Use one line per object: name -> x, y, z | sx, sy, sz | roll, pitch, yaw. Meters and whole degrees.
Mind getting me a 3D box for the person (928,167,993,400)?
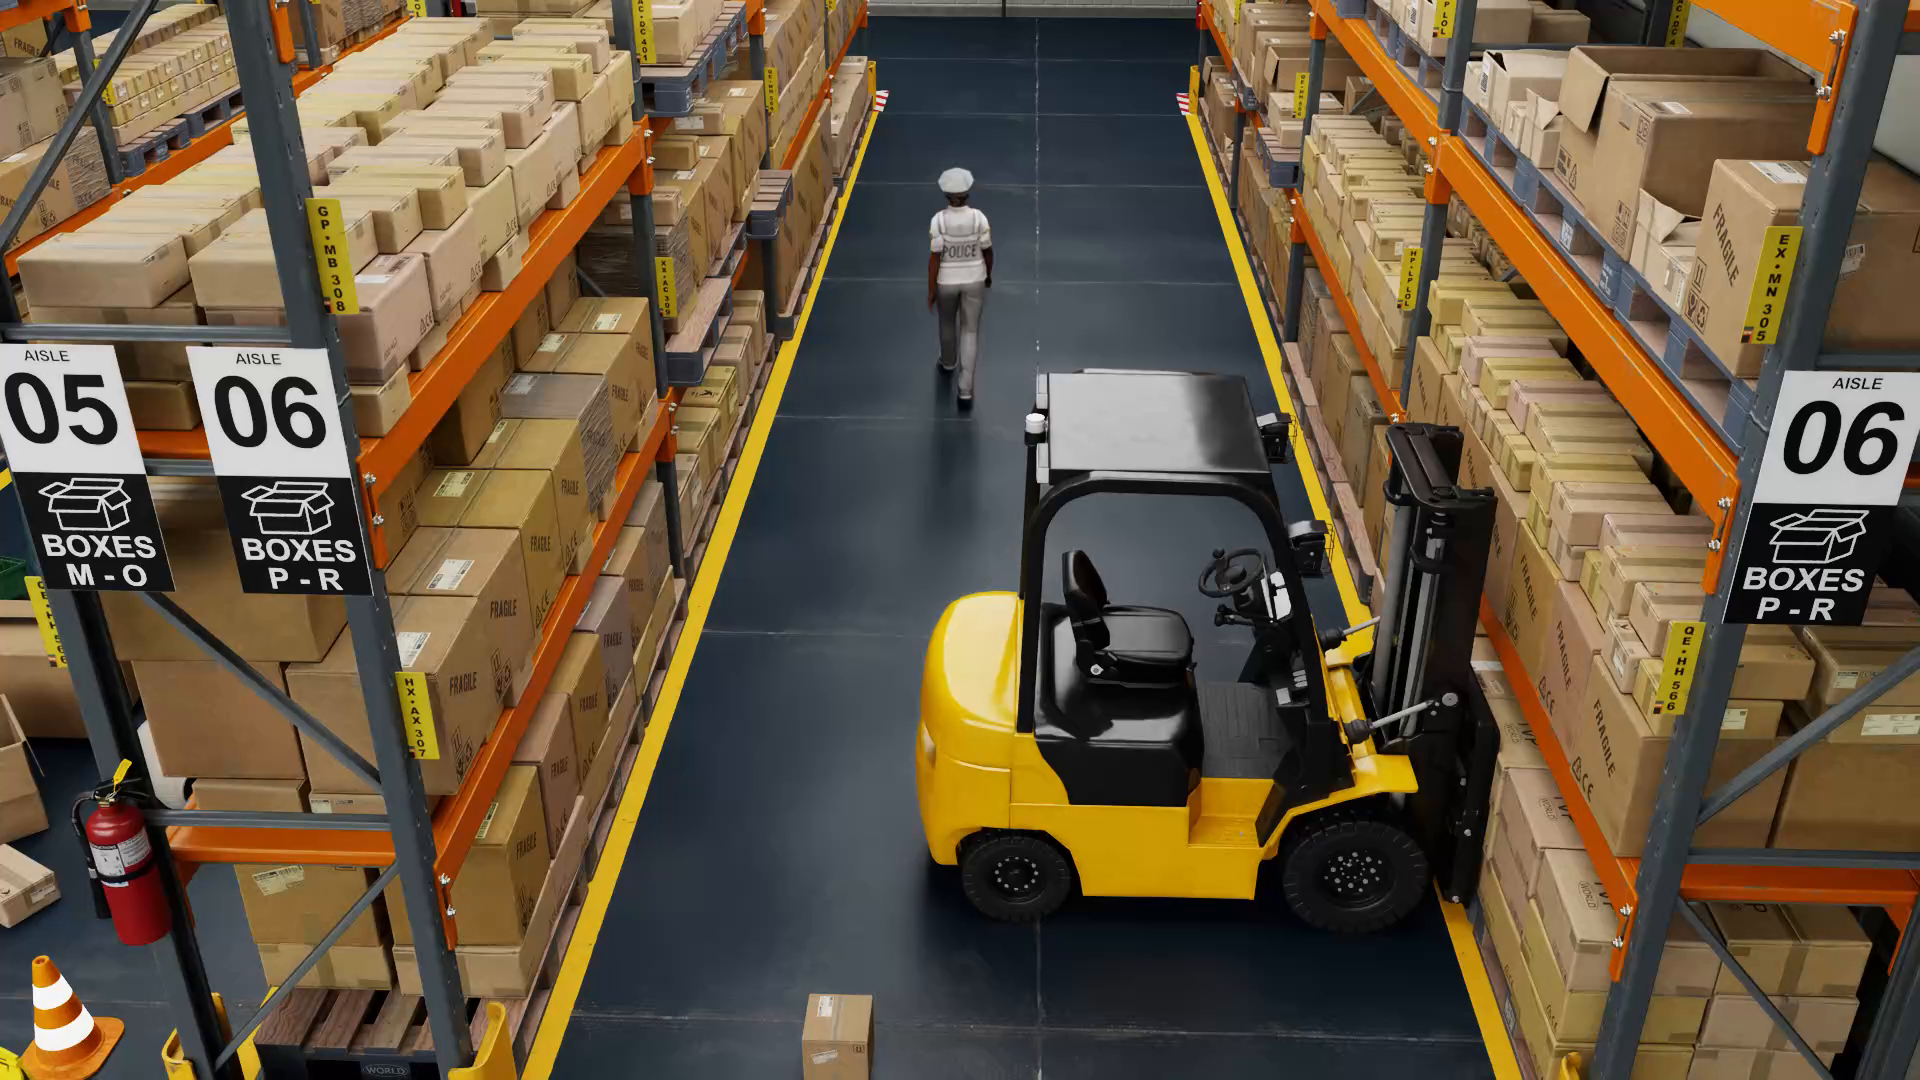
person -> 0.004, -1.923, 12.170 | 0.475, 1.632, 0.987 | 0, 28, 0
